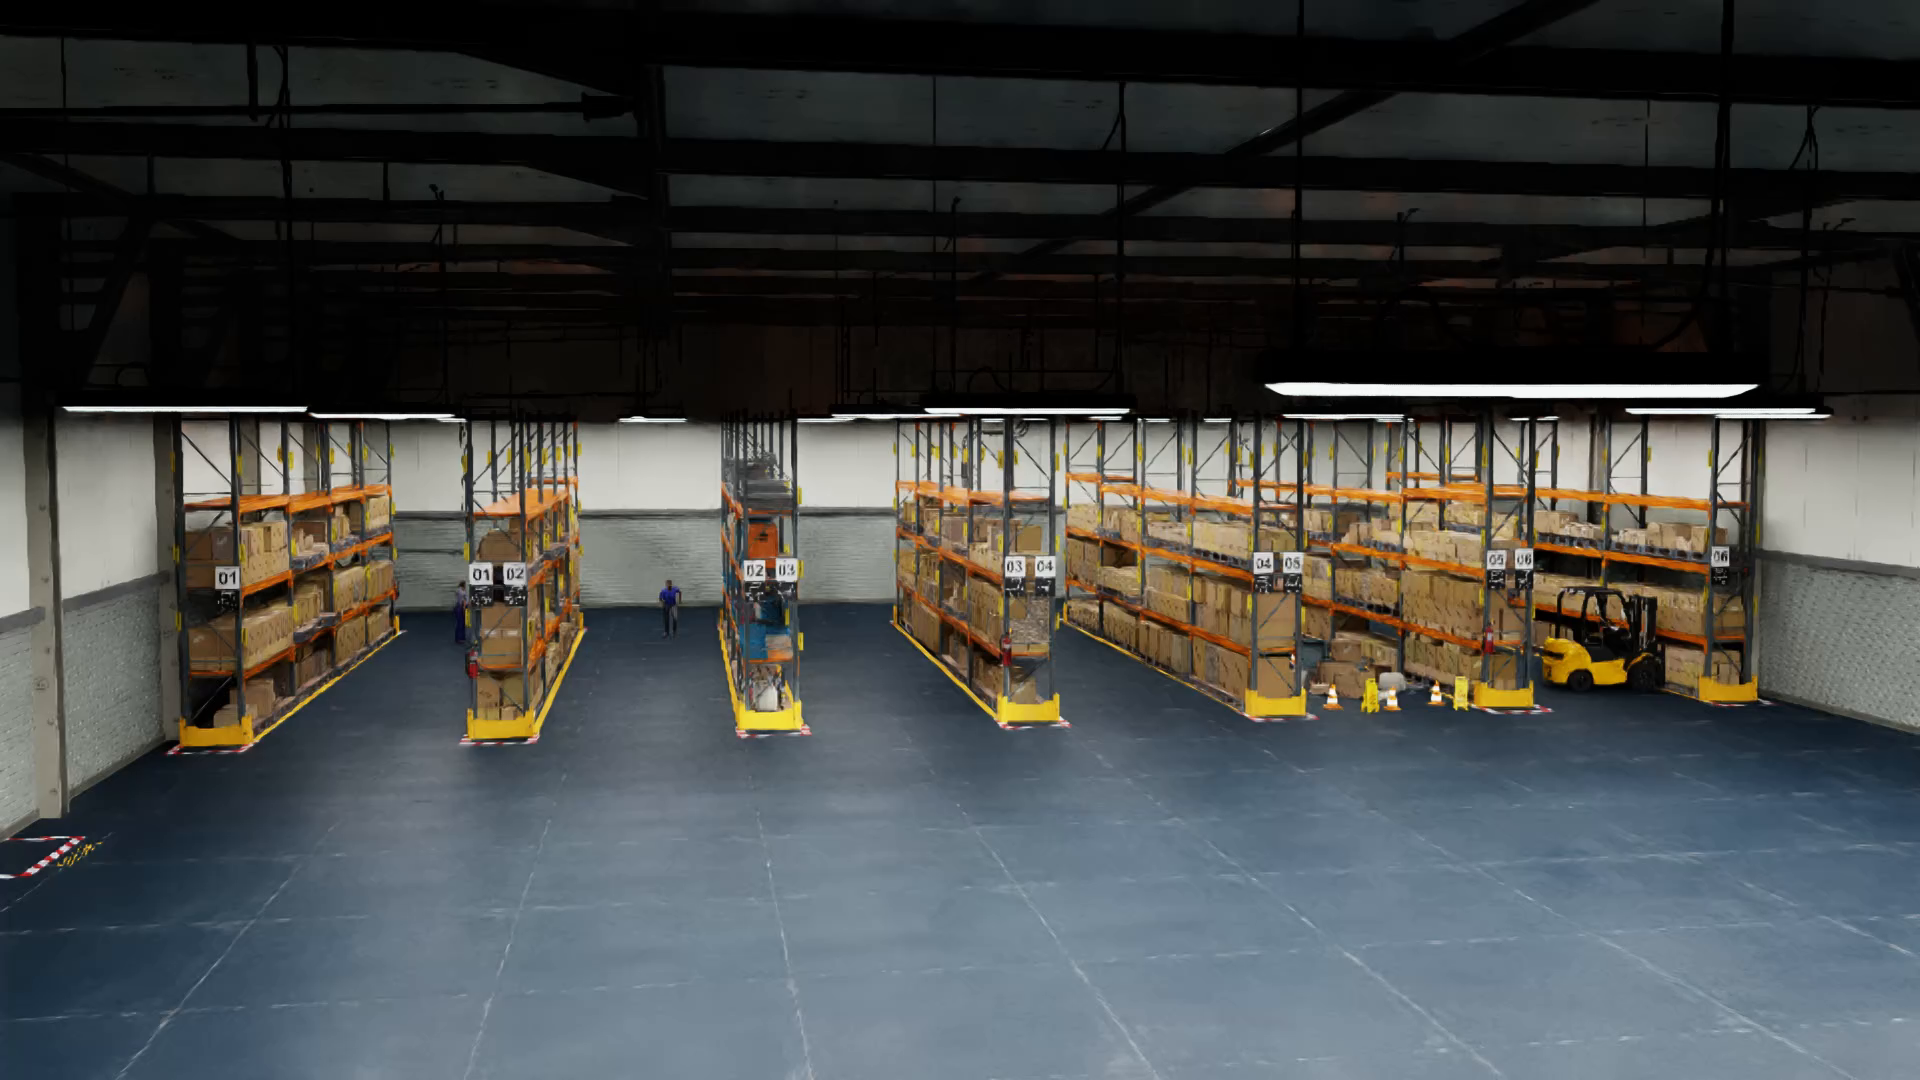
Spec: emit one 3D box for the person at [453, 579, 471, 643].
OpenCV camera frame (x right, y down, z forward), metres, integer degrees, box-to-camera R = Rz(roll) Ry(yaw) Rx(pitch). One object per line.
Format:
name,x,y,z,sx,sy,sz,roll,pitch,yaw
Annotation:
person,-13.024,1.854,43.548,0.507,1.648,0.574,-2,5,-30

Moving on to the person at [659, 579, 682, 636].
person,-7.780,1.823,44.703,0.576,1.574,0.873,0,4,-3
